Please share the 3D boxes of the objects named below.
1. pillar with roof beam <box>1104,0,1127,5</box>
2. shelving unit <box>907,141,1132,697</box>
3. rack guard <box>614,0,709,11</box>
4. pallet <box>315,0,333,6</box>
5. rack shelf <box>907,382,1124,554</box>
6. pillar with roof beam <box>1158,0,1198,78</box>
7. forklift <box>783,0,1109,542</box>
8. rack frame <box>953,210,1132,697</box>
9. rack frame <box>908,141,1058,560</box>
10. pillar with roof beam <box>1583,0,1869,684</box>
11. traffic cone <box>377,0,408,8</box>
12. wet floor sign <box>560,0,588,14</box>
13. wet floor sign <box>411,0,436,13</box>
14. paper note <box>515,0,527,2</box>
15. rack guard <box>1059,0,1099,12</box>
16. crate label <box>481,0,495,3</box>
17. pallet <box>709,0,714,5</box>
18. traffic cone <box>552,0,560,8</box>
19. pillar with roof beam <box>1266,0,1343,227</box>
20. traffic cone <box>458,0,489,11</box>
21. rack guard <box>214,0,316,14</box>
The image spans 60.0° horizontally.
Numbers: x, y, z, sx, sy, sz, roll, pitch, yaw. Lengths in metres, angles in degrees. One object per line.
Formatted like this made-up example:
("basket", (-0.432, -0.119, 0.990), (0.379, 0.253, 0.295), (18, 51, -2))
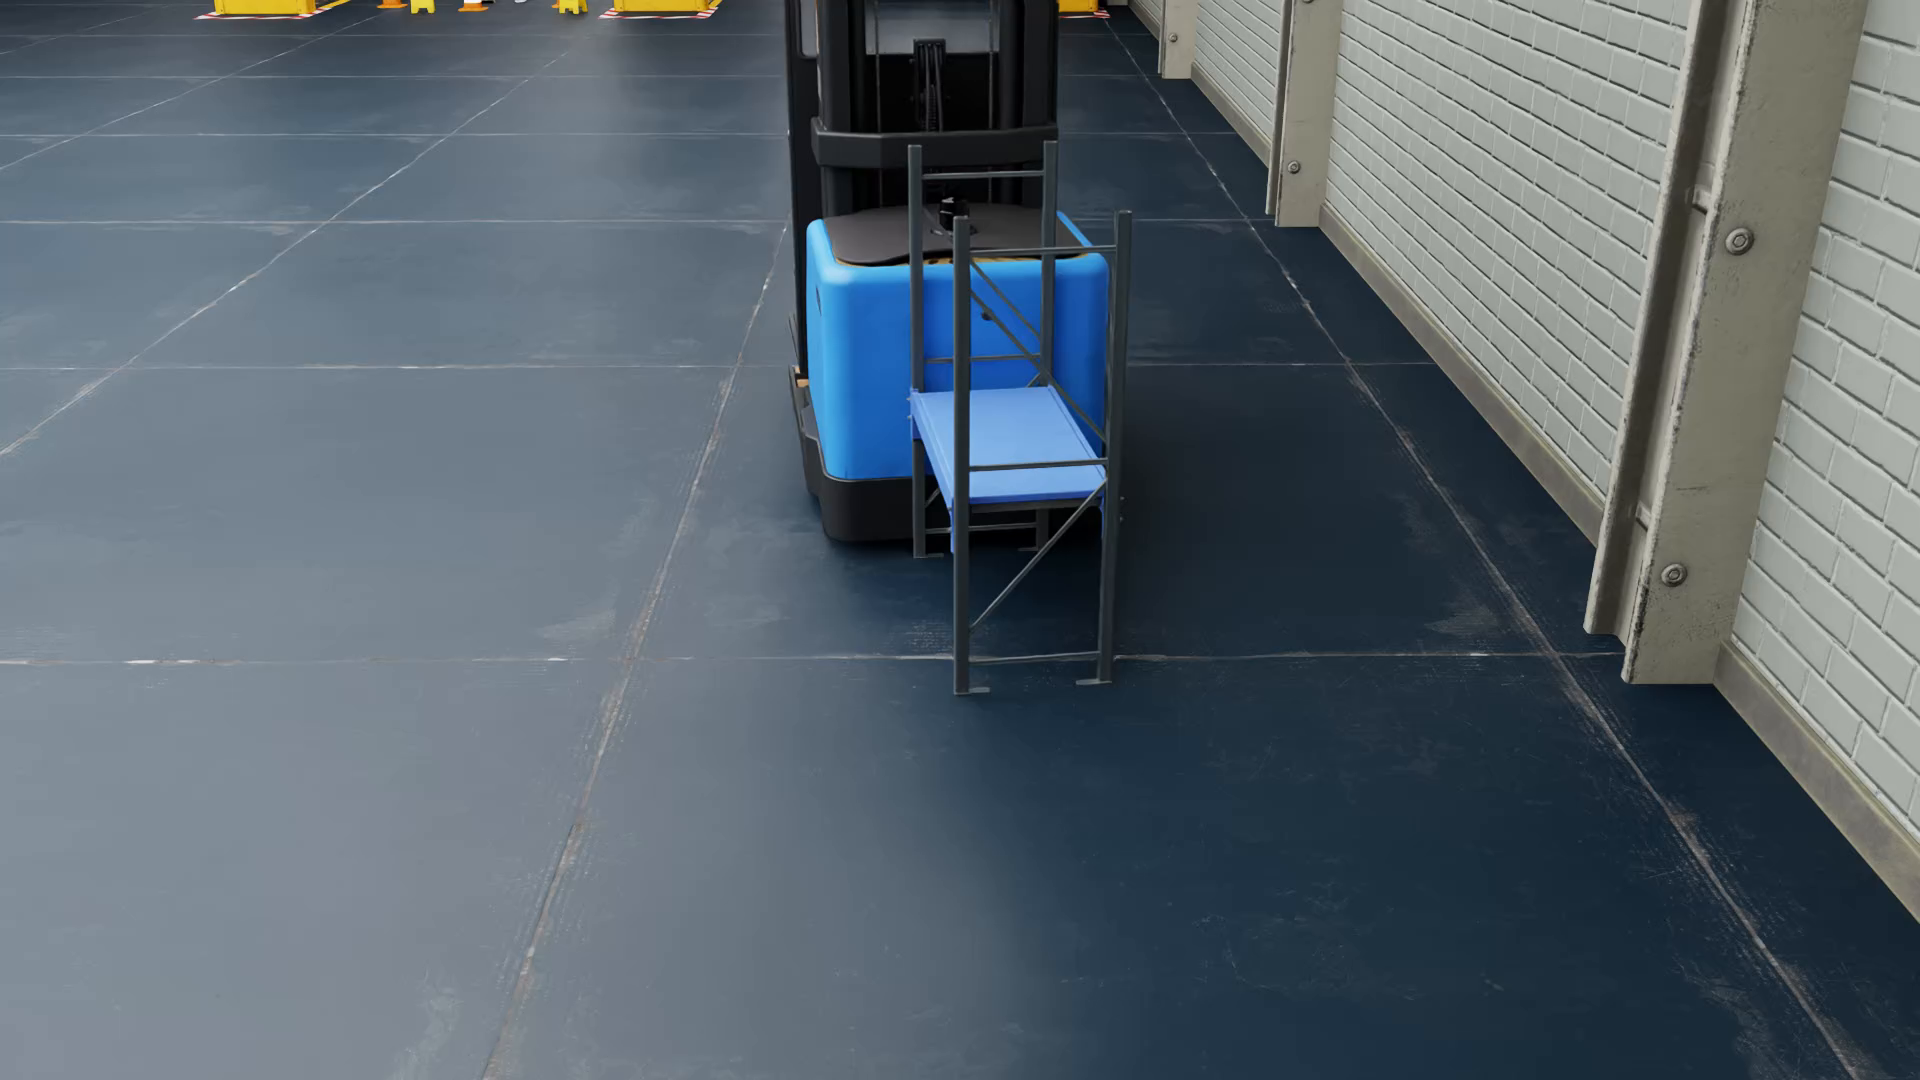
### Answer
("pillar with roof beam", (-2.245, -11.127, 19.932), (9.100, 9.000, 0.400), (0, 24, -1))
("shelving unit", (0.154, -0.425, 5.370), (0.538, 1.500, 1.048), (-4, 25, -8))
("rack guard", (-3.798, -6.990, 21.099), (1.175, 0.500, 0.348), (0, 24, -1))
("pallet", (-8.833, -7.093, 21.676), (1.003, 0.211, 1.213), (0, 24, -1))
("rack shelf", (0.154, -0.261, 5.444), (0.538, 0.185, 1.000), (-4, 25, -8))
("pillar with roof beam", (-2.180, -8.654, 14.465), (9.100, 9.000, 0.400), (0, 24, -1))
("forklift", (-0.188, -1.906, 6.908), (1.130, 2.935, 3.031), (-4, 25, -8))
("rack frame", (0.230, -0.218, 4.912), (0.500, 1.500, 0.032), (-4, 25, -8))
("rack frame", (0.078, -0.632, 5.828), (0.500, 1.500, 0.032), (-4, 25, -8))
("pillar with roof beam", (-2.049, -3.710, 3.532), (9.100, 9.000, 0.400), (0, 24, -1))
("traffic cone", (-7.332, -7.103, 21.394), (0.336, 0.463, 0.334), (0, 24, -1))
("wet floor sign", (-4.865, -6.942, 20.816), (0.267, 0.644, 0.232), (8, 26, 18))
("wet floor sign", (-6.766, -6.958, 20.852), (0.267, 0.644, 0.232), (-4, 25, -10))
("paper note", (-5.798, -7.126, 21.968), (0.148, 0.019, 0.142), (-9, 26, -19))
("rack guard", (1.166, -6.973, 21.061), (1.175, 0.500, 0.348), (0, 24, -1))
("crate label", (-6.269, -7.144, 21.878), (0.250, 0.136, 0.298), (-14, 28, -28))
("pallet", (-3.772, -7.194, 21.899), (1.003, 0.211, 1.213), (0, 24, -1))
("traffic cone", (-5.092, -7.113, 21.416), (0.336, 0.463, 0.334), (0, 24, -1))
("pillar with roof beam", (-2.114, -6.182, 8.999), (9.100, 9.000, 0.400), (0, 24, -1))
("traffic cone", (-6.198, -6.968, 21.096), (0.336, 0.463, 0.334), (0, 24, -1))
("rack guard", (-8.746, -6.885, 20.867), (1.175, 0.500, 0.348), (0, 24, -1))
